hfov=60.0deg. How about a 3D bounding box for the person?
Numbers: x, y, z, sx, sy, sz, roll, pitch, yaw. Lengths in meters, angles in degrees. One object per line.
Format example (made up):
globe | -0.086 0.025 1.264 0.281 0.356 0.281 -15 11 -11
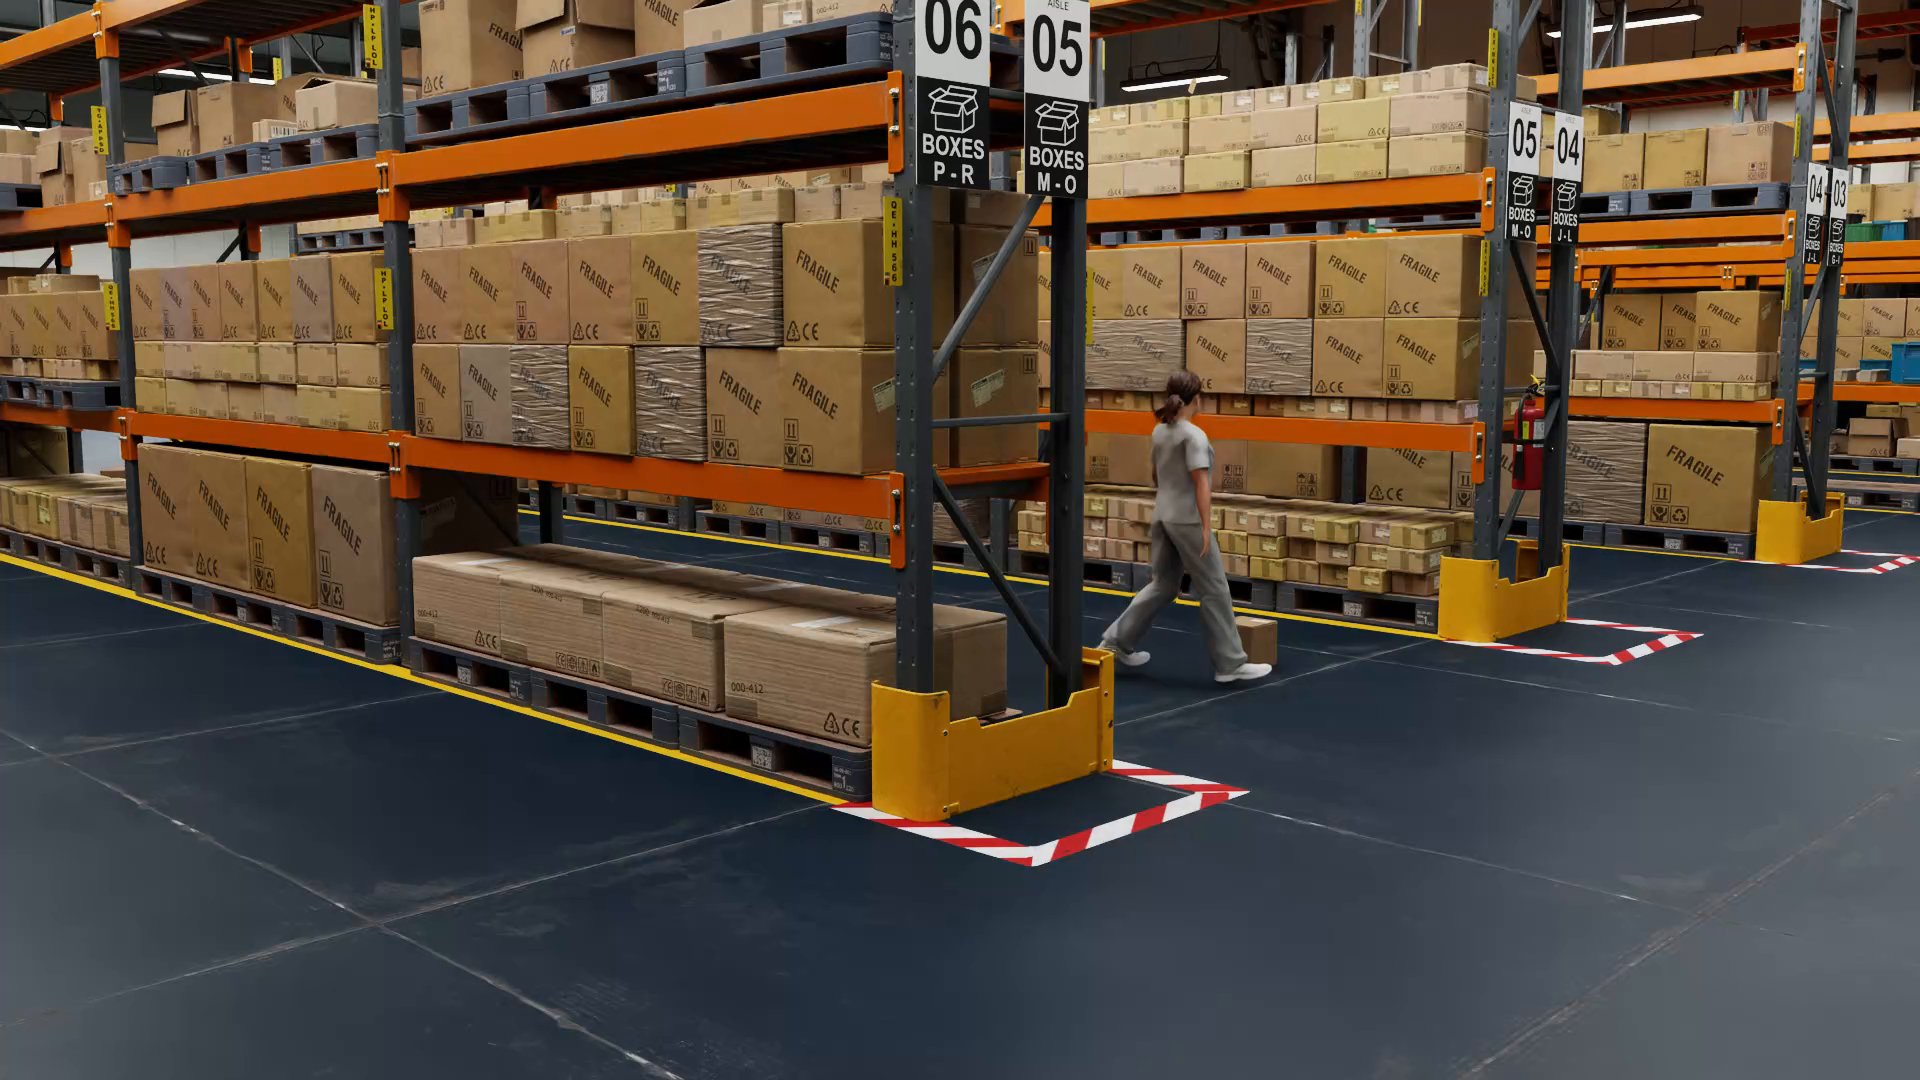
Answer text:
person | 1.197 -0.081 8.893 0.808 1.648 0.623 -2 7 -18
